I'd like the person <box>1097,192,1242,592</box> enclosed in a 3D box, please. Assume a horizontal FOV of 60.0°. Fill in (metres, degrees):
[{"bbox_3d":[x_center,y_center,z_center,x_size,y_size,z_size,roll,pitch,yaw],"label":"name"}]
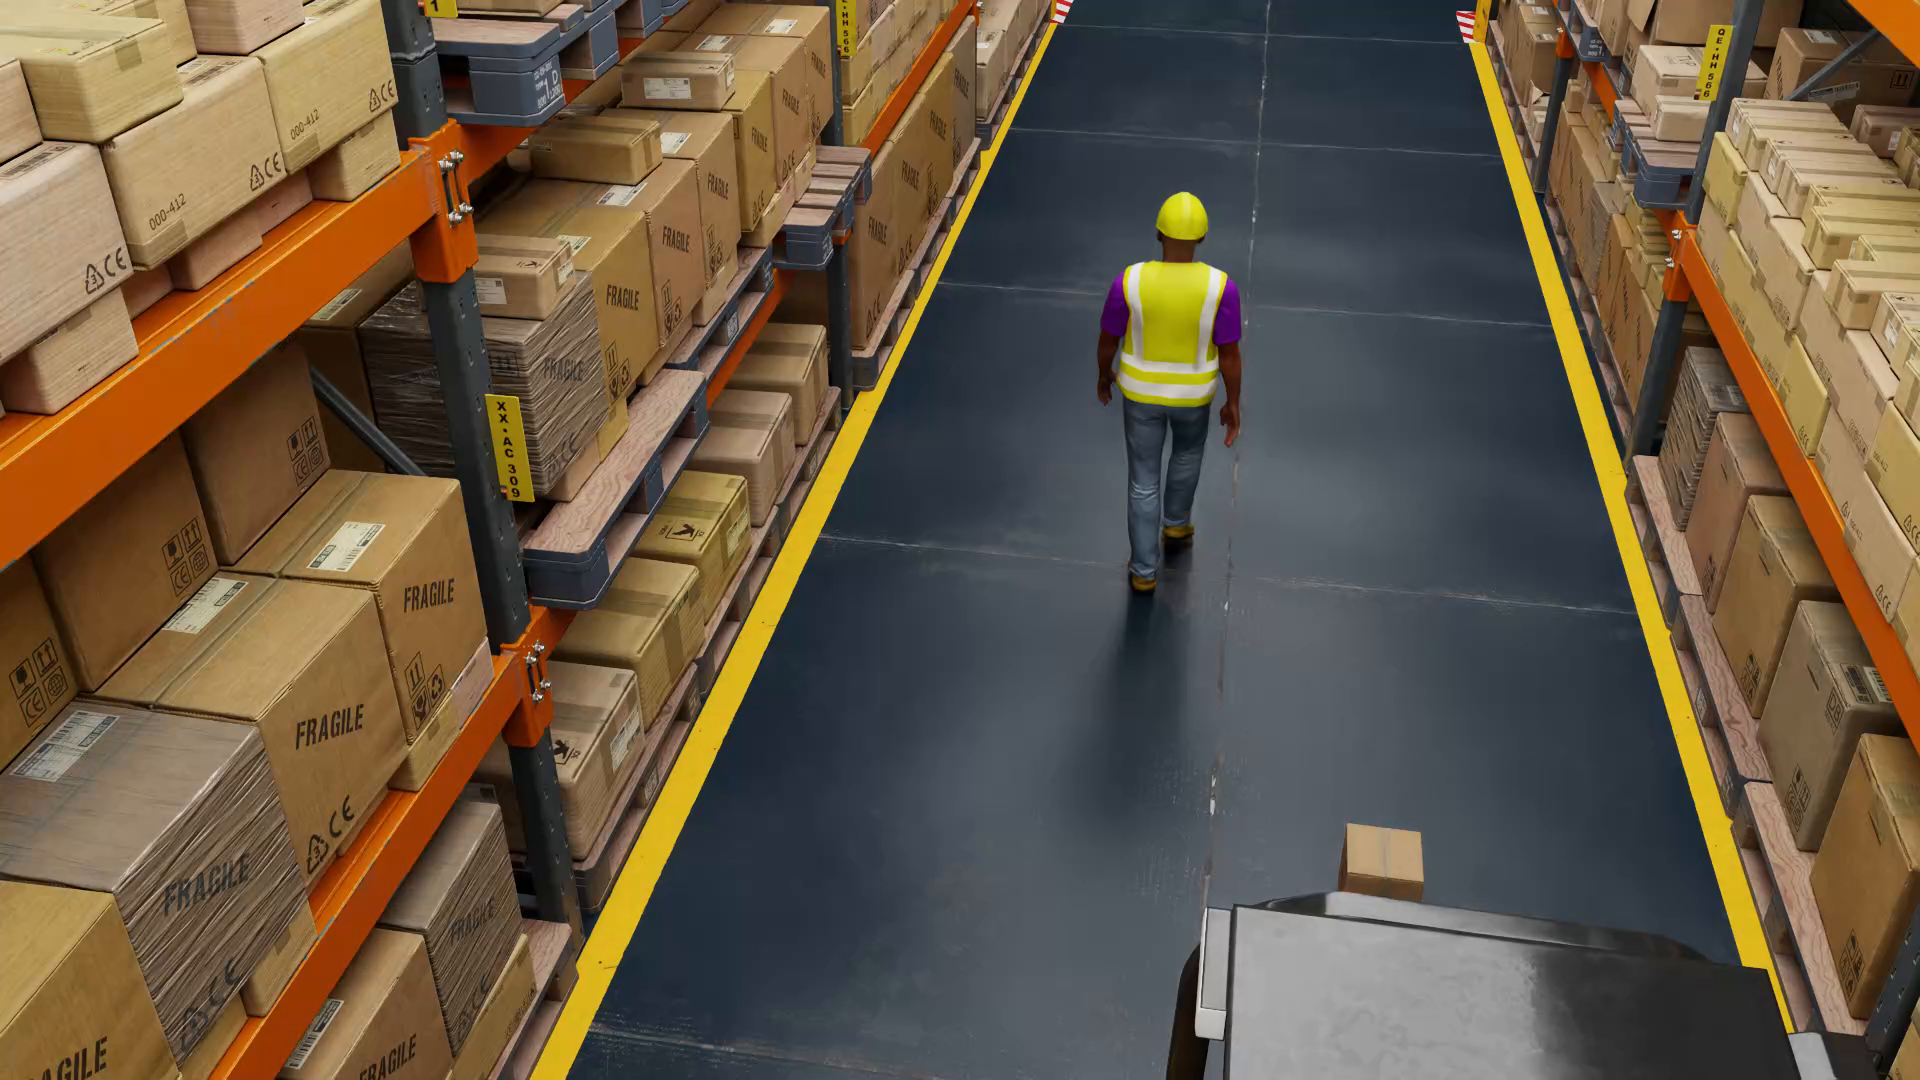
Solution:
[{"bbox_3d":[0.888,-0.651,7.163,0.611,1.807,0.716,2,32,3],"label":"person"}]
